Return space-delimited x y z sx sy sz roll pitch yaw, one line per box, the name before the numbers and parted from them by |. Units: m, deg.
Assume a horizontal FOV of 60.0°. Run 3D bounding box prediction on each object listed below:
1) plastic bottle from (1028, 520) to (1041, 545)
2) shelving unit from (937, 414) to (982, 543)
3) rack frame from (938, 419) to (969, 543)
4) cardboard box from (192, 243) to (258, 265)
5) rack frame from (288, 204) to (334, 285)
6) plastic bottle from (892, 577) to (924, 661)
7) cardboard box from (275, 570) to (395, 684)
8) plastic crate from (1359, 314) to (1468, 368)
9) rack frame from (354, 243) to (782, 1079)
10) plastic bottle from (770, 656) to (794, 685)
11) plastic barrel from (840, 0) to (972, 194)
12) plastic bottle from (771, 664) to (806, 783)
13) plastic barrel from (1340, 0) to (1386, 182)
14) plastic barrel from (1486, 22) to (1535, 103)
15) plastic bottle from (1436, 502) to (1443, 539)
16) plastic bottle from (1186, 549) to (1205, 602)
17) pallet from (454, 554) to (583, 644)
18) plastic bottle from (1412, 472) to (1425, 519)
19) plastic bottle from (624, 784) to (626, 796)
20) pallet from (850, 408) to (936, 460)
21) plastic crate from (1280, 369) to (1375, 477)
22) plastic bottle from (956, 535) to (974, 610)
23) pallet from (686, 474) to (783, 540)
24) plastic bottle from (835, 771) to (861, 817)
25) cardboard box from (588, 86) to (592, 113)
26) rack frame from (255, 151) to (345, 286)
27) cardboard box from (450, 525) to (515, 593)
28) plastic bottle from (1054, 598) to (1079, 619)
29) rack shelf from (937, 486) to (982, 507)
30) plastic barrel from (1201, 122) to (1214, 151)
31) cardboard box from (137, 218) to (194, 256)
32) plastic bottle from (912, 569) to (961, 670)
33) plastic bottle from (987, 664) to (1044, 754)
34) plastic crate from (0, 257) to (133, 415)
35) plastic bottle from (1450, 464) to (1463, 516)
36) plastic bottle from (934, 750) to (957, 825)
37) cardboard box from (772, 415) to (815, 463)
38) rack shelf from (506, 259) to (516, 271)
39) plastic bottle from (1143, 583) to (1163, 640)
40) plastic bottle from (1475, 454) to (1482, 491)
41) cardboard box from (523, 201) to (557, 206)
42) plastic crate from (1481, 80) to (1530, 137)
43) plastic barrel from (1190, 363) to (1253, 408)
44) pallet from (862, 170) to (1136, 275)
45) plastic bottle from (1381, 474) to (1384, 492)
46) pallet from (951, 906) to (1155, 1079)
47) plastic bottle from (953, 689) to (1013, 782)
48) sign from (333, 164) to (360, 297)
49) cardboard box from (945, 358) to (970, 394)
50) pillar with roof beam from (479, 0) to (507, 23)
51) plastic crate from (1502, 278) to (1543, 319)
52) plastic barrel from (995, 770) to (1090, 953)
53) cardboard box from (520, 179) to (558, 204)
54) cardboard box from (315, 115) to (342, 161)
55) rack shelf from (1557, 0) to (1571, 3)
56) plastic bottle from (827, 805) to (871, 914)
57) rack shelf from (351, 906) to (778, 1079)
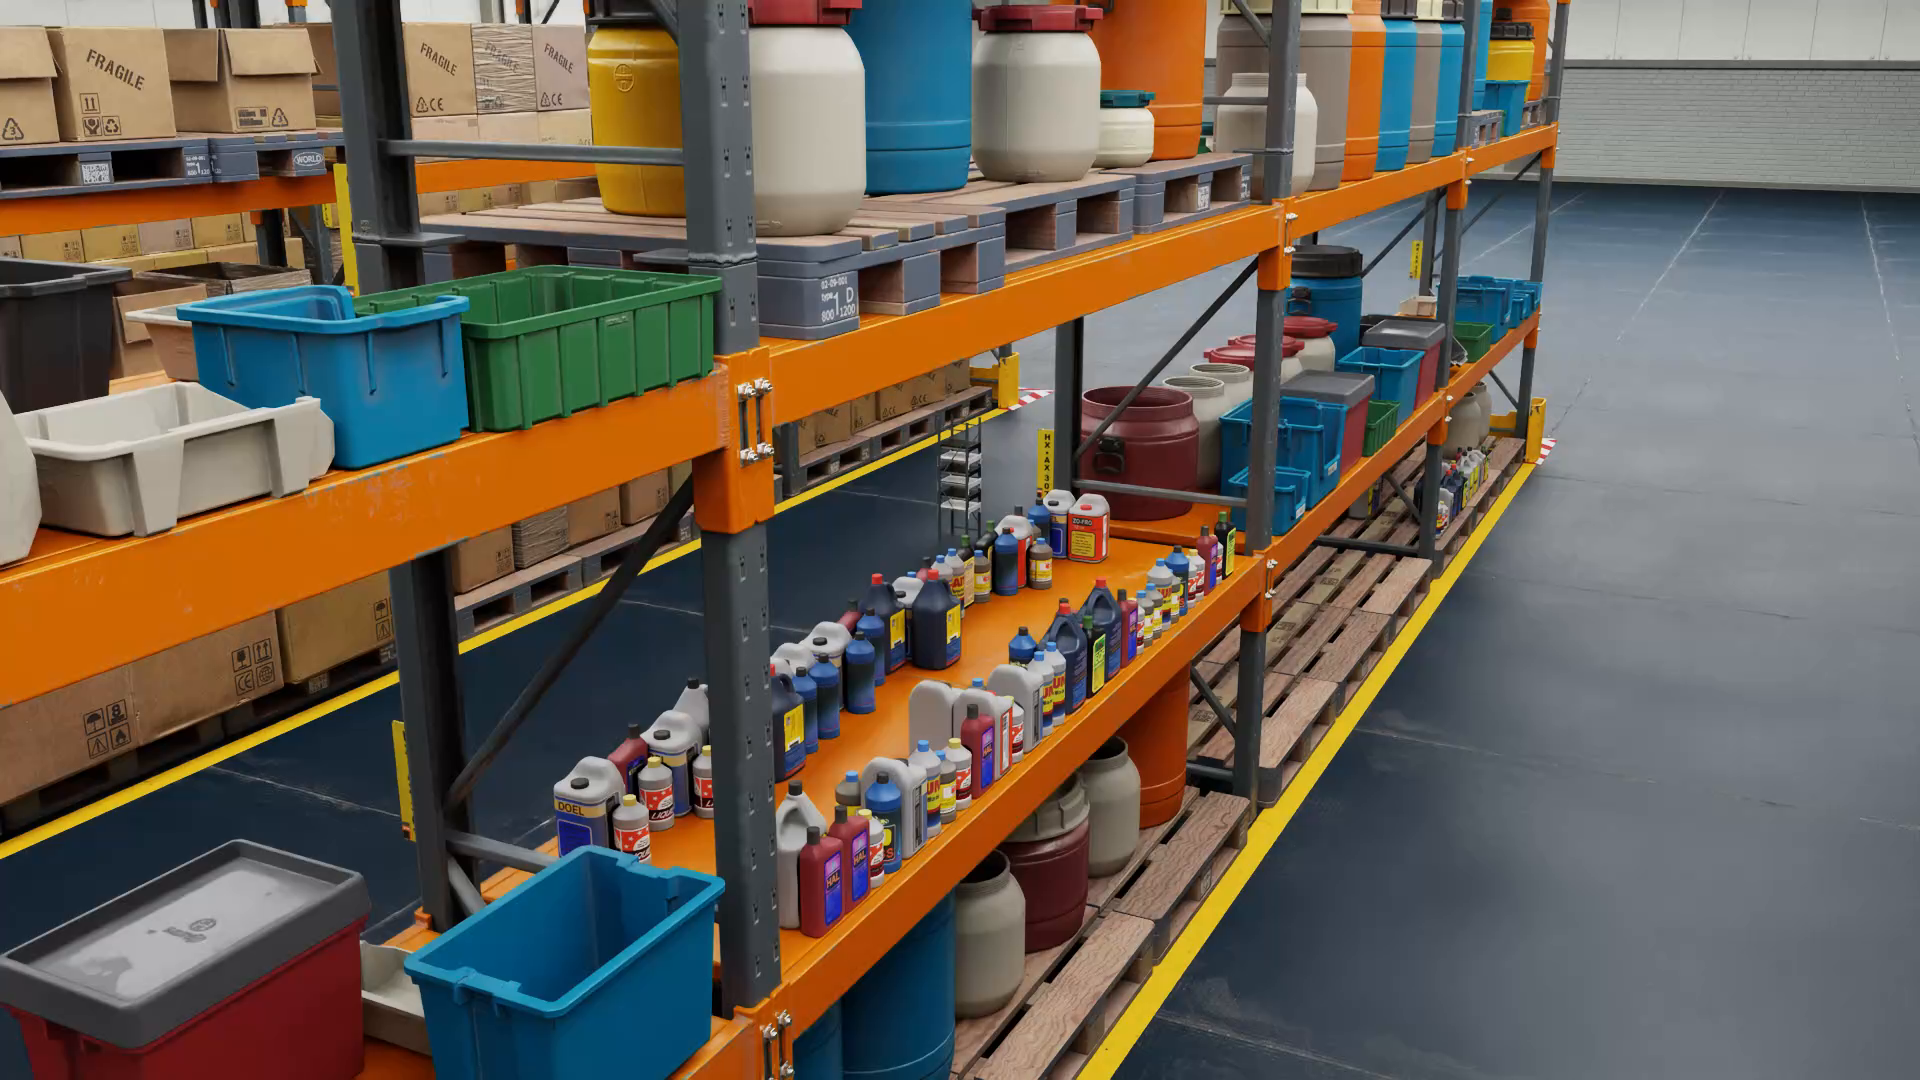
plastic bottle | 0.296 0.015 7.056 0.097 0.201 0.097 0 17 0
shelving unit | -0.004 -0.429 11.889 0.258 0.900 0.210 8 18 25
rack frame | -0.049 -0.403 11.802 0.240 0.900 0.006 8 18 25
cardboard box | -6.358 -2.259 14.185 0.500 0.500 0.500 8 18 25
rack frame | -6.138 -2.506 15.194 1.000 3.000 0.127 8 18 25
plastic bottle | -0.204 0.281 6.027 0.152 0.276 0.135 8 18 25
cardboard box | -3.860 0.160 9.212 1.225 0.875 0.875 7 18 23
plastic crate | 3.033 -1.307 11.265 0.767 0.338 0.504 8 18 25
rack frame | -0.889 0.818 4.001 1.000 3.000 0.127 8 18 25
plastic bottle | -0.614 0.515 5.241 0.152 0.276 0.135 8 18 25
plastic barrel | -0.264 -1.515 4.972 0.600 0.901 0.708 8 18 25
plastic bottle | -0.560 0.538 5.033 0.144 0.351 0.185 8 18 25
plastic barrel | 1.751 -2.192 8.115 0.600 0.830 0.708 8 18 25
plastic barrel | 4.077 -3.661 12.746 0.600 0.588 0.600 0 17 0
plastic bottle | 3.220 -0.148 11.273 0.097 0.271 0.097 0 17 0
plastic bottle | 0.928 0.138 6.641 0.097 0.201 0.097 0 17 0
pallet | -3.182 0.307 10.619 1.003 0.211 1.213 8 18 25
plastic bottle | 3.288 -0.332 11.752 0.144 0.351 0.185 8 18 25
plastic bottle | -0.975 0.739 4.617 0.097 0.201 0.097 0 17 0
pallet | -0.933 -1.000 15.021 1.003 0.211 1.213 8 18 25
plastic crate | 1.894 -0.604 8.677 0.402 0.464 0.583 8 18 25
plastic bottle | 0.005 0.129 6.525 0.061 0.283 0.133 8 18 25
pallet | -2.092 -0.314 12.712 1.003 0.211 1.213 8 18 25
plastic bottle | -0.298 0.740 4.614 0.097 0.201 0.097 0 17 0
cardboard box | -2.494 -2.886 10.879 0.380 0.166 0.250 8 18 24
rack frame | -3.533 -0.831 9.553 1.000 3.000 0.127 8 18 25
cardboard box | -3.251 -0.016 10.429 0.700 0.500 0.500 7 18 22
plastic bottle | 0.377 0.333 5.841 0.061 0.283 0.133 8 18 25
rack shelf | -0.004 -0.311 11.924 0.258 0.077 0.200 8 18 25
plastic barrel | 1.257 -1.926 8.214 0.301 0.262 0.301 0 17 0
cardboard box | -6.809 -2.646 13.734 0.700 0.500 0.500 8 18 26
plastic bottle | -0.083 0.271 5.931 0.144 0.351 0.185 8 18 25
plastic bottle | 0.176 0.513 5.245 0.152 0.276 0.135 8 18 25
plastic crate | -1.690 -0.275 2.644 0.497 0.269 0.590 8 18 25
plastic bottle | 3.502 -0.361 11.852 0.144 0.351 0.185 7 18 23
plastic bottle | -0.058 0.700 4.748 0.097 0.201 0.097 0 17 0
cardboard box | -1.531 -0.949 13.605 0.500 0.500 0.500 7 18 24
rack shelf | -5.244 -2.671 17.012 1.077 0.370 4.000 8 18 25
plastic bottle | 0.710 0.262 6.223 0.097 0.201 0.097 0 17 0
plastic bottle | 3.845 -0.524 12.531 0.152 0.276 0.135 8 18 24
cardboard box | -4.702 -3.354 17.785 0.875 0.550 0.550 8 18 25
plastic crate | 3.890 -3.144 12.103 0.392 0.384 0.575 8 18 25
plastic barrel | 1.355 -0.651 8.750 0.421 0.512 0.421 0 17 0
pallet | -0.122 -1.030 5.289 1.003 0.211 1.213 8 18 25
plastic bottle | 3.117 -0.487 12.395 0.061 0.283 0.133 8 18 25
pallet | 0.037 1.652 6.092 1.003 0.211 1.213 8 18 25
plastic bottle | 0.072 0.573 5.046 0.152 0.276 0.135 8 18 25
sign | -1.381 -0.694 3.810 0.100 0.325 0.005 8 18 25
cardboard box | -0.252 -1.714 16.181 0.500 0.500 0.500 12 20 36
pillar with roof beam | -5.170 -10.082 30.163 9.100 9.000 0.400 8 18 25
plastic crate | 4.517 -2.001 13.756 0.499 0.251 0.616 8 18 25
plastic barrel | 0.190 1.169 6.319 0.600 0.588 0.708 8 18 25
cardboard box | -4.714 -3.873 17.637 0.875 0.550 0.550 8 18 25
cardboard box | -3.540 -2.349 9.660 0.500 0.250 0.500 8 18 25
rack shelf | 3.579 -4.068 11.882 1.077 0.370 4.000 8 18 25
plastic bottle | -0.284 0.801 4.263 0.061 0.283 0.133 8 18 25
rack shelf | -1.783 1.673 2.388 1.077 0.370 4.000 8 18 25
